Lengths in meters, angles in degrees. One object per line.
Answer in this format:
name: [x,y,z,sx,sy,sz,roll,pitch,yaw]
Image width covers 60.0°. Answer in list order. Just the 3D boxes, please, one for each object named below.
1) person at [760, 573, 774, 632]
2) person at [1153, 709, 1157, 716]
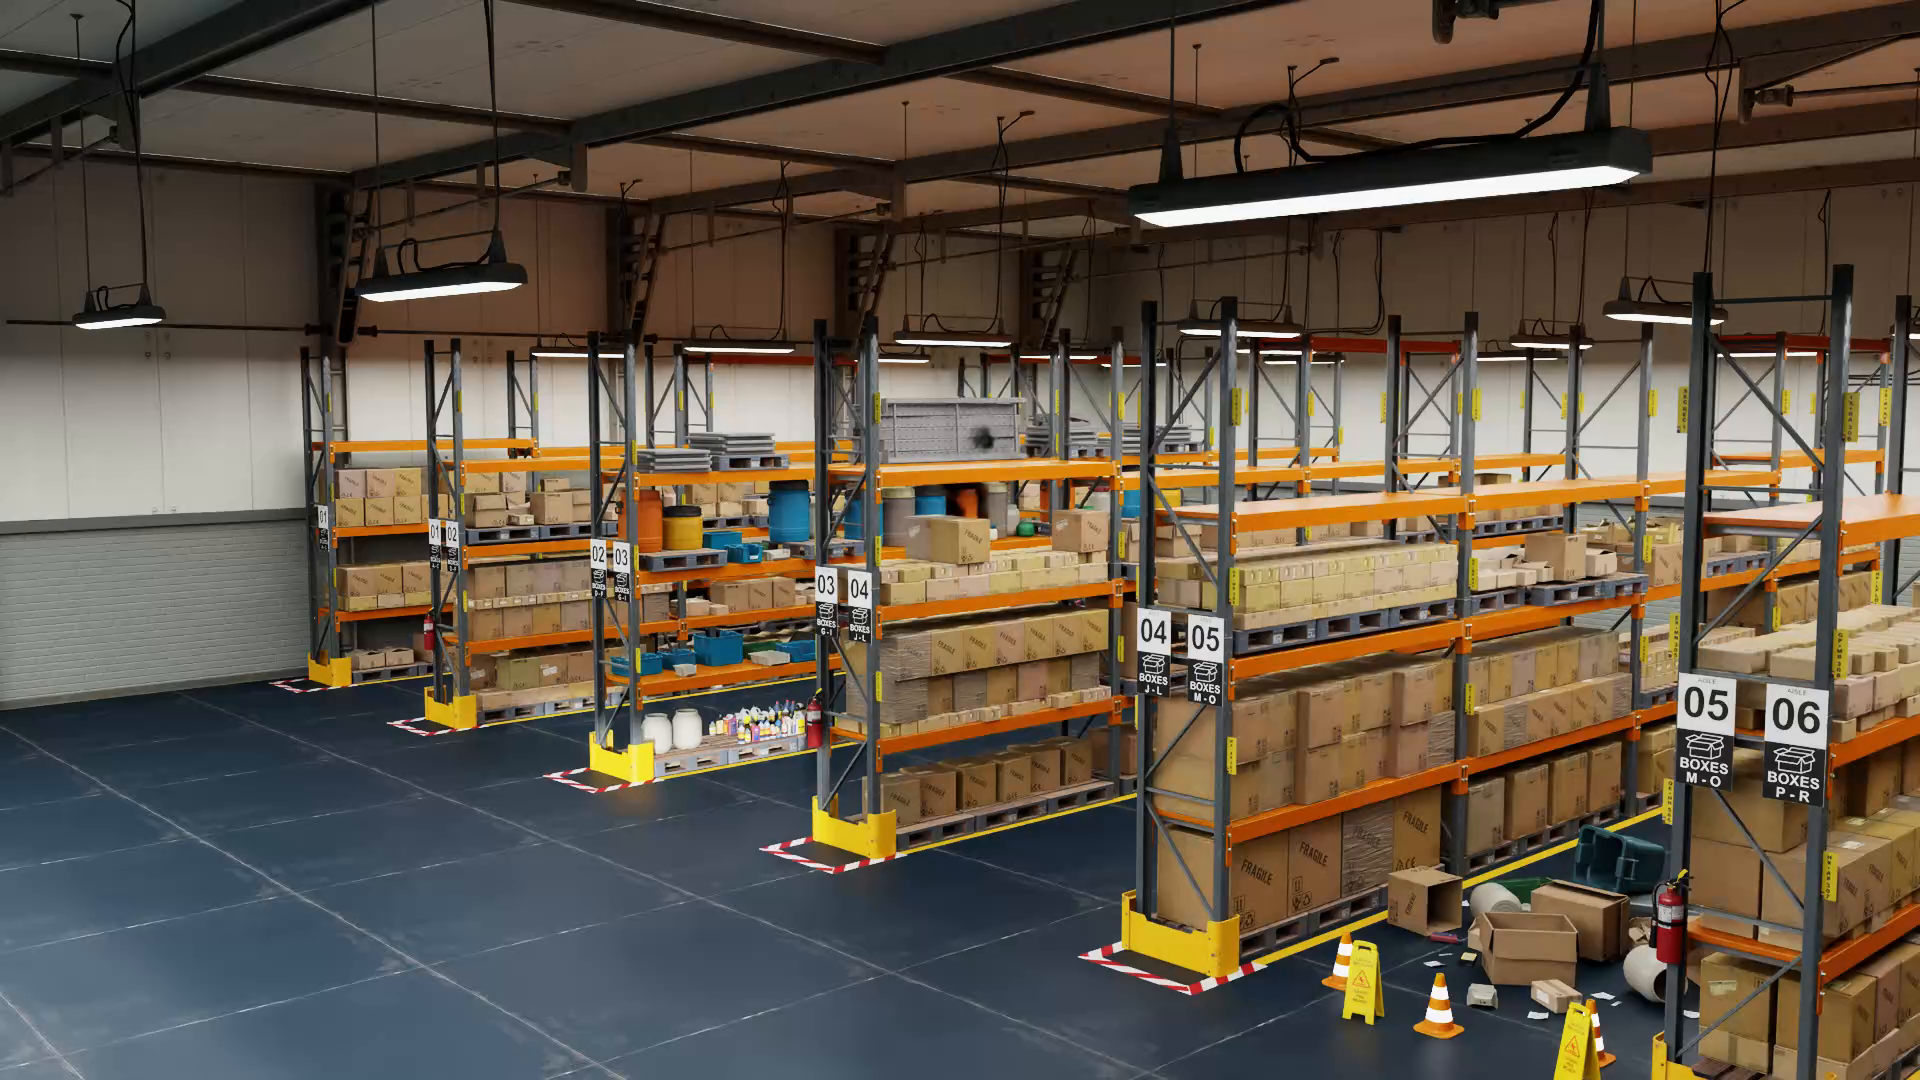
person: [-3.872,1.416,33.152,0.576,1.657,0.580,5,7,42]
person: [3.119,1.803,25.216,0.670,1.769,0.603,4,7,40]
